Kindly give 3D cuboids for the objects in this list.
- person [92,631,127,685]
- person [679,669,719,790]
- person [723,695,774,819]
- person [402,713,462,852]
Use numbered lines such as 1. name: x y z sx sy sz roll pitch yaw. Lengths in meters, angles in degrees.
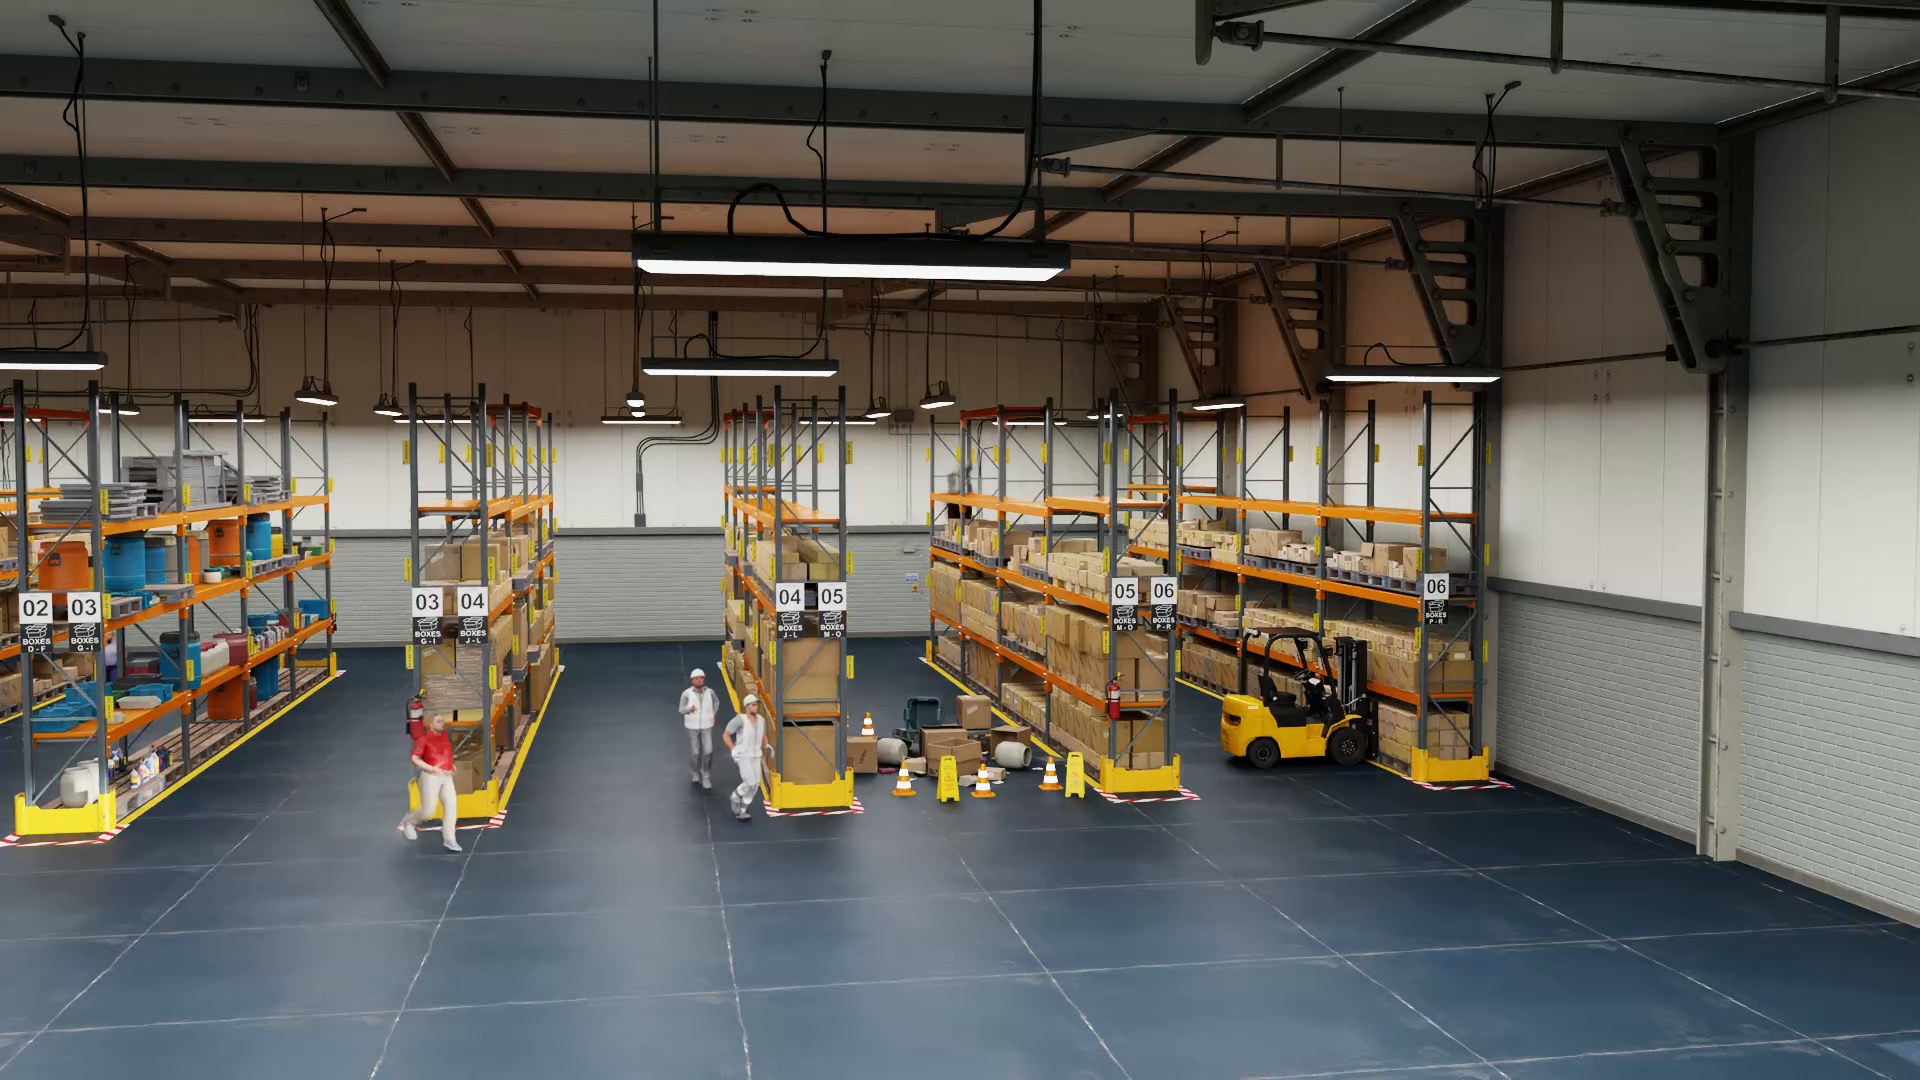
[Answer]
1. person: -16.359 2.572 31.976 0.585 1.682 0.708 -1 3 -19
2. person: -3.922 2.851 25.073 0.637 1.814 0.711 -1 3 -14
3. person: -2.872 2.990 22.828 0.646 1.737 0.563 -3 4 -44
4. person: -6.693 3.074 21.235 0.971 1.725 0.692 2 3 30
